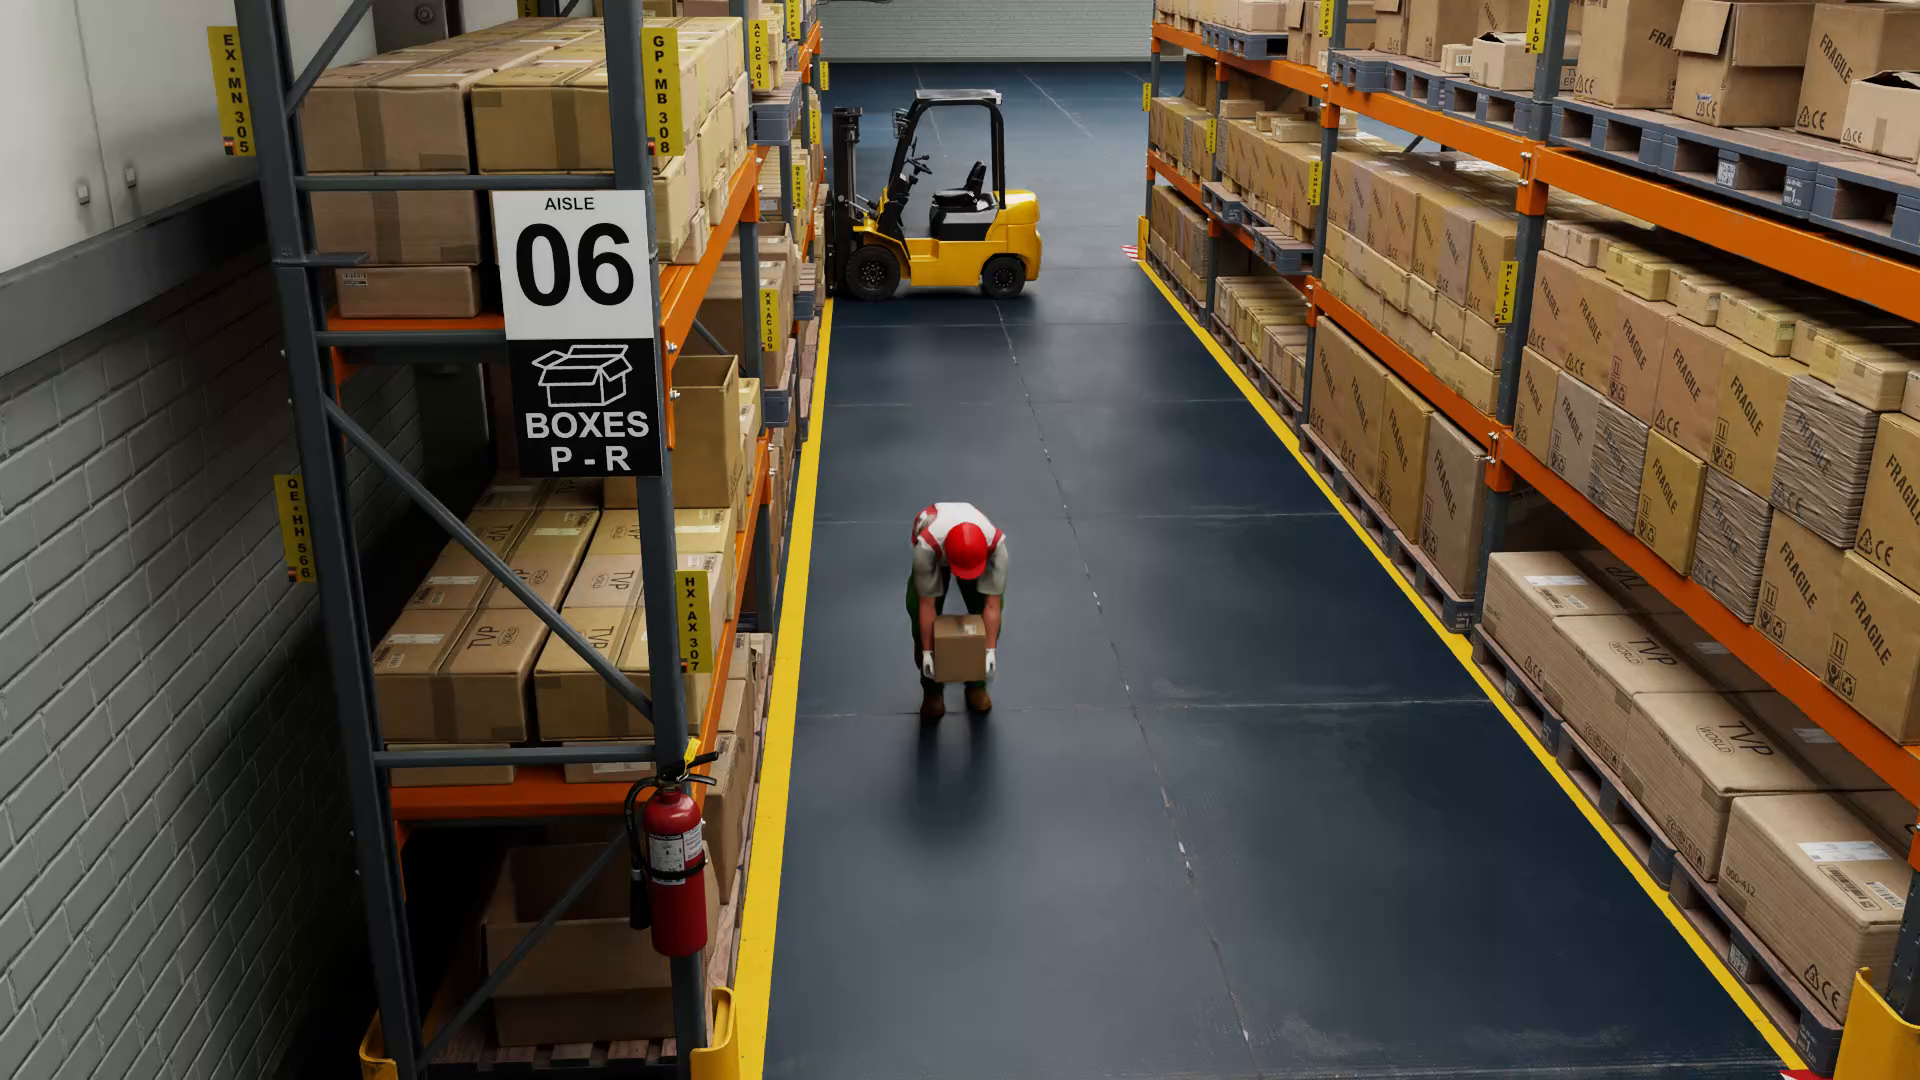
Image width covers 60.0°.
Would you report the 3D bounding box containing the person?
[{"bbox_3d":[-0.011,0.361,8.401,0.508,1.204,0.940,-2,20,-5],"label":"person"}]
